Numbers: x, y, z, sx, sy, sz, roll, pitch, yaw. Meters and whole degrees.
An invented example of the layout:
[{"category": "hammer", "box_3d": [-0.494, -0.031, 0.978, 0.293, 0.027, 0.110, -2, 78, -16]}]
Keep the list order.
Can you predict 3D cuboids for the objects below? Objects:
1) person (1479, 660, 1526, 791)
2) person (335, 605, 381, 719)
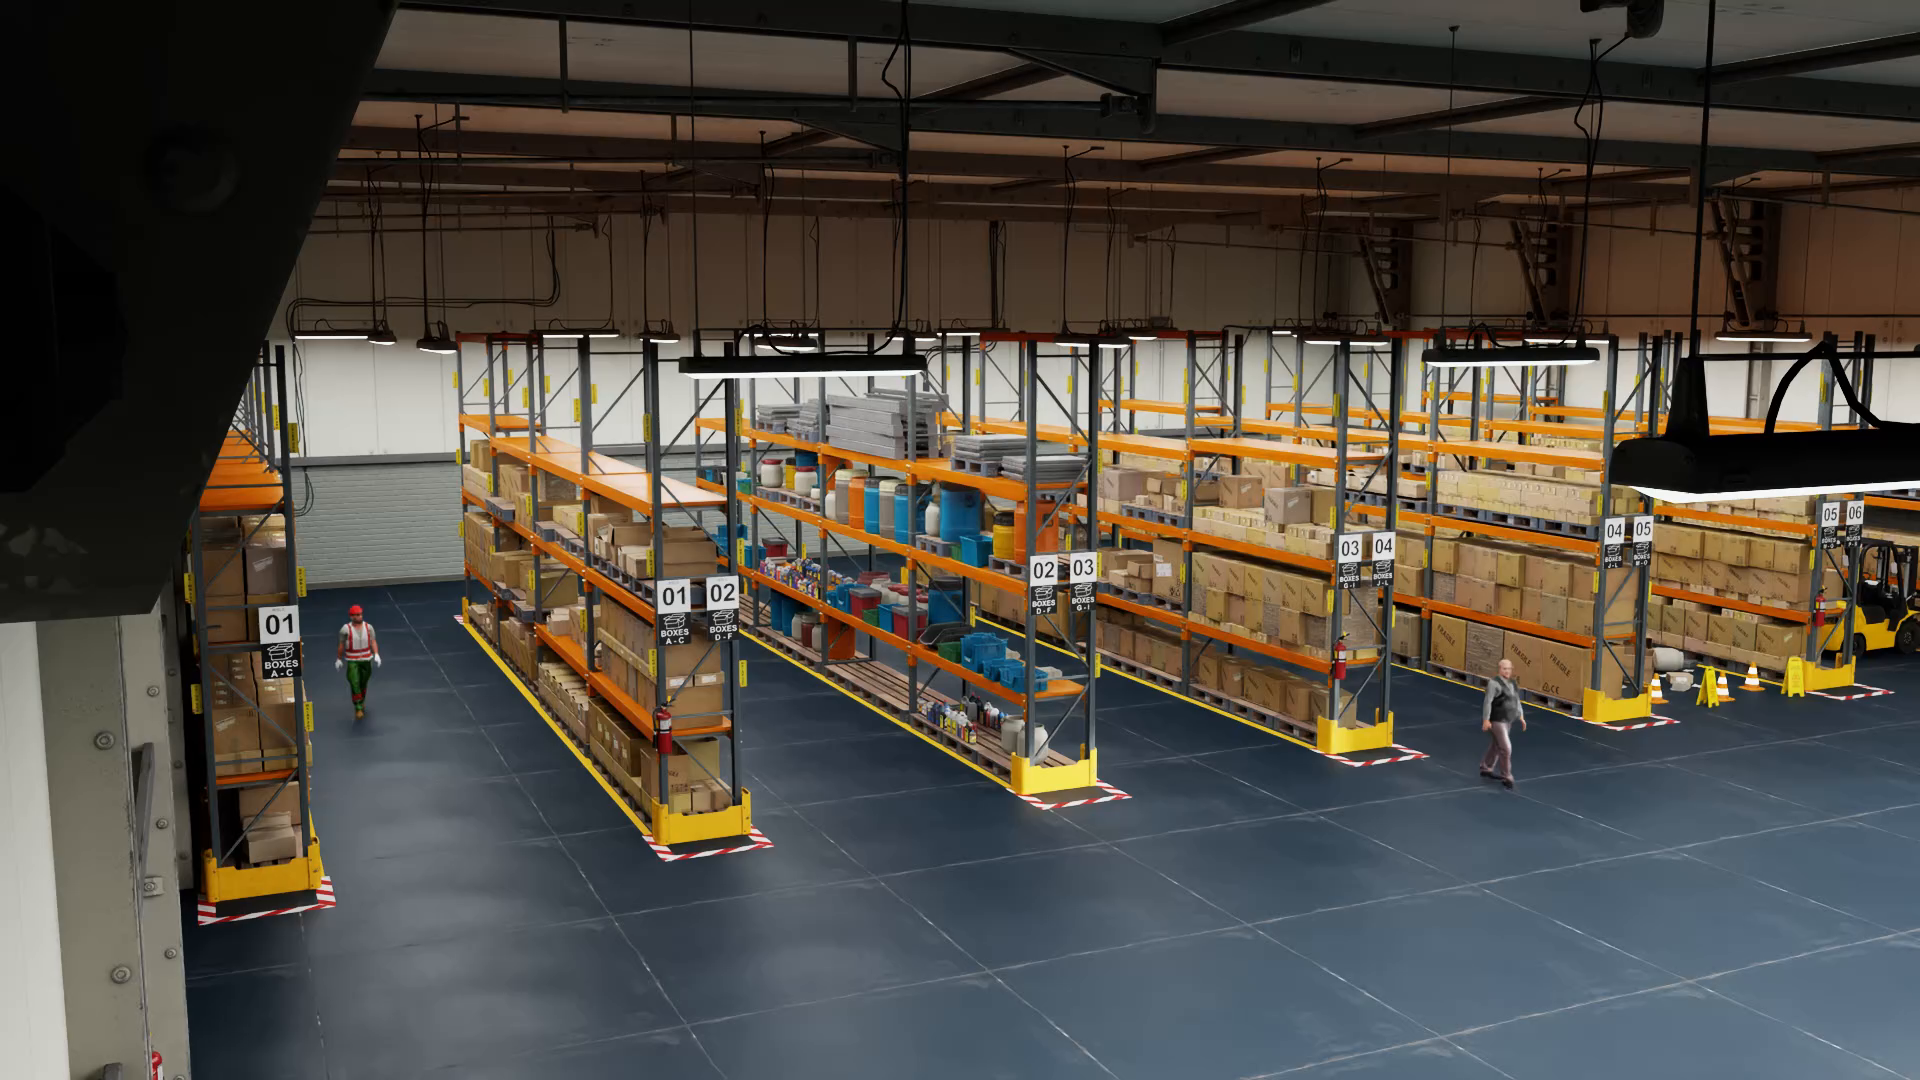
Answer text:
[{"category": "person", "box_3d": [7.333, 2.486, 22.467, 0.565, 1.777, 0.697, -7, 10, -41]}, {"category": "person", "box_3d": [-9.523, 1.899, 26.335, 0.629, 1.721, 1.050, -5, 9, -34]}]
